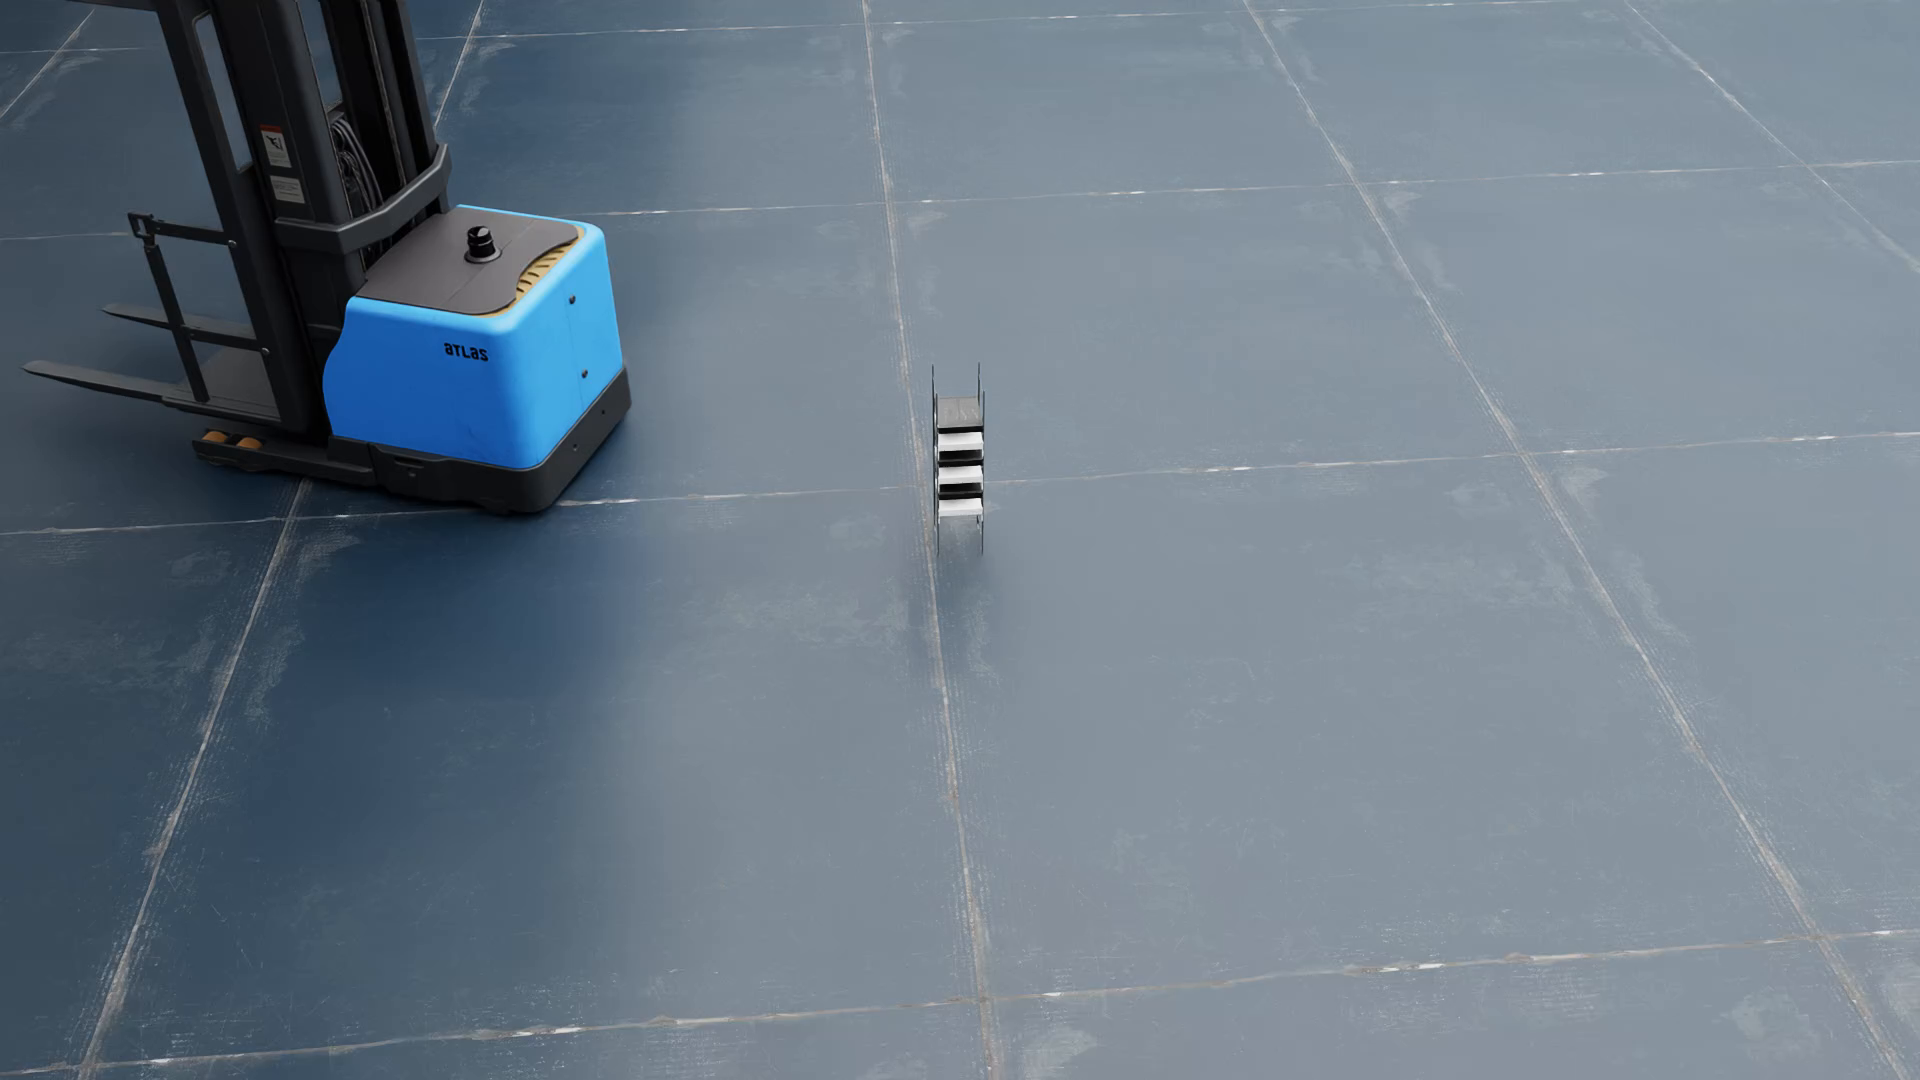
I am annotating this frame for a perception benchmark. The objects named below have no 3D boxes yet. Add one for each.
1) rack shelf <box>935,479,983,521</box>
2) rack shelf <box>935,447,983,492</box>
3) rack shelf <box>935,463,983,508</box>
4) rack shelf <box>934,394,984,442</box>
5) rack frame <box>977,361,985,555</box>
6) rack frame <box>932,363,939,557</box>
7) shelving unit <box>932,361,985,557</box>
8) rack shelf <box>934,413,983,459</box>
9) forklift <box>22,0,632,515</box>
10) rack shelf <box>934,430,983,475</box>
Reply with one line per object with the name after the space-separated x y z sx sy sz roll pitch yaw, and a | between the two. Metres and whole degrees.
-0.008 -0.185 7.603 0.200 0.077 0.258 -3 38 -4 | rack shelf
-0.008 -0.327 7.491 0.200 0.077 0.258 -3 38 -4 | rack shelf
-0.008 -0.256 7.547 0.200 0.077 0.258 -3 38 -4 | rack shelf
-0.008 -0.539 7.324 0.200 0.077 0.258 -3 38 -4 | rack shelf
0.093 -0.358 7.478 0.006 0.900 0.240 -3 38 -4 | rack frame
-0.109 -0.347 7.464 0.006 0.900 0.240 -3 38 -4 | rack frame
-0.008 -0.353 7.471 0.210 0.900 0.258 -3 38 -4 | shelving unit
-0.008 -0.468 7.380 0.200 0.077 0.258 -3 38 -4 | rack shelf
-3.256 -1.786 7.648 3.031 2.935 1.130 10 39 13 | forklift
-0.008 -0.397 7.436 0.200 0.077 0.258 -3 38 -4 | rack shelf
